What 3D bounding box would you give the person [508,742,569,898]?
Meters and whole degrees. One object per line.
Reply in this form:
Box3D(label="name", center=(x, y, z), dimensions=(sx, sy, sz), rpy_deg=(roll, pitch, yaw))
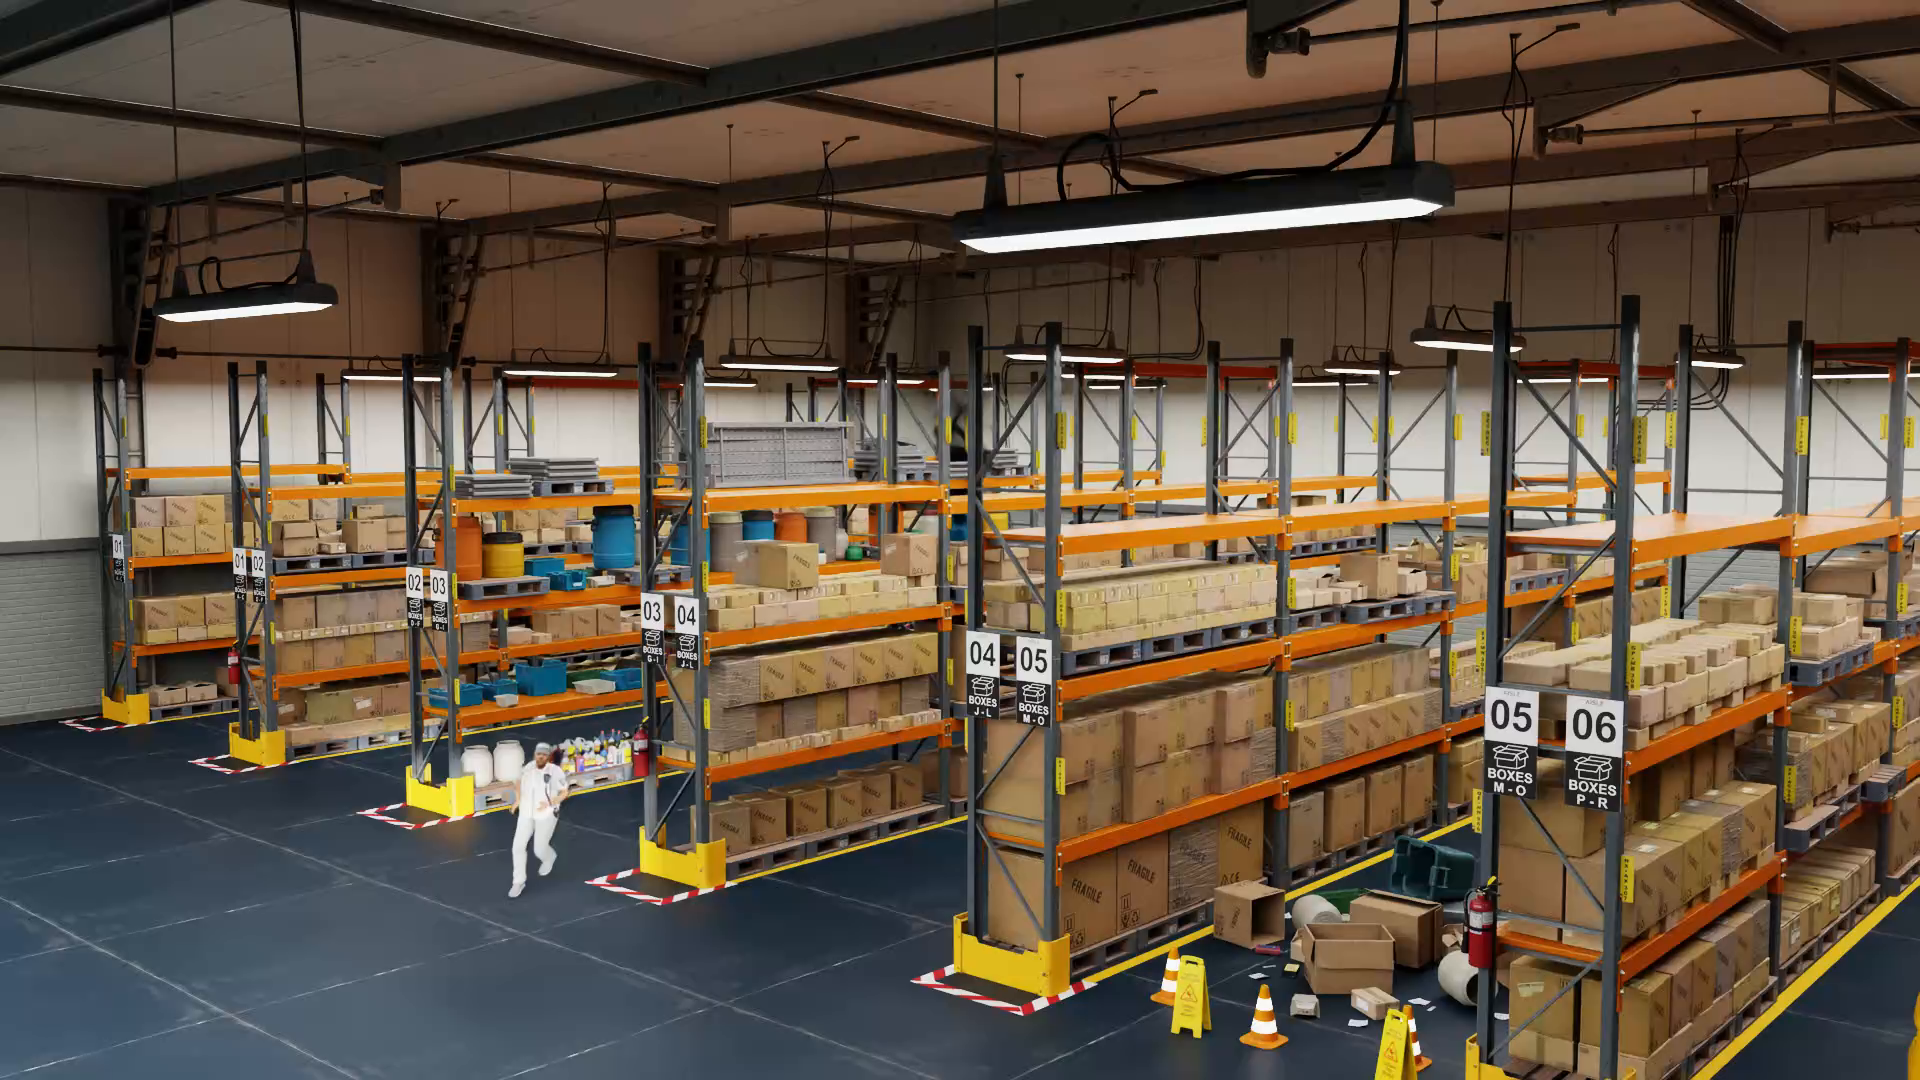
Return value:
Box3D(label="person", center=(-4.596, 3.023, 18.253), dimensions=(0.638, 1.651, 0.840), rpy_deg=(1, 4, 8))
